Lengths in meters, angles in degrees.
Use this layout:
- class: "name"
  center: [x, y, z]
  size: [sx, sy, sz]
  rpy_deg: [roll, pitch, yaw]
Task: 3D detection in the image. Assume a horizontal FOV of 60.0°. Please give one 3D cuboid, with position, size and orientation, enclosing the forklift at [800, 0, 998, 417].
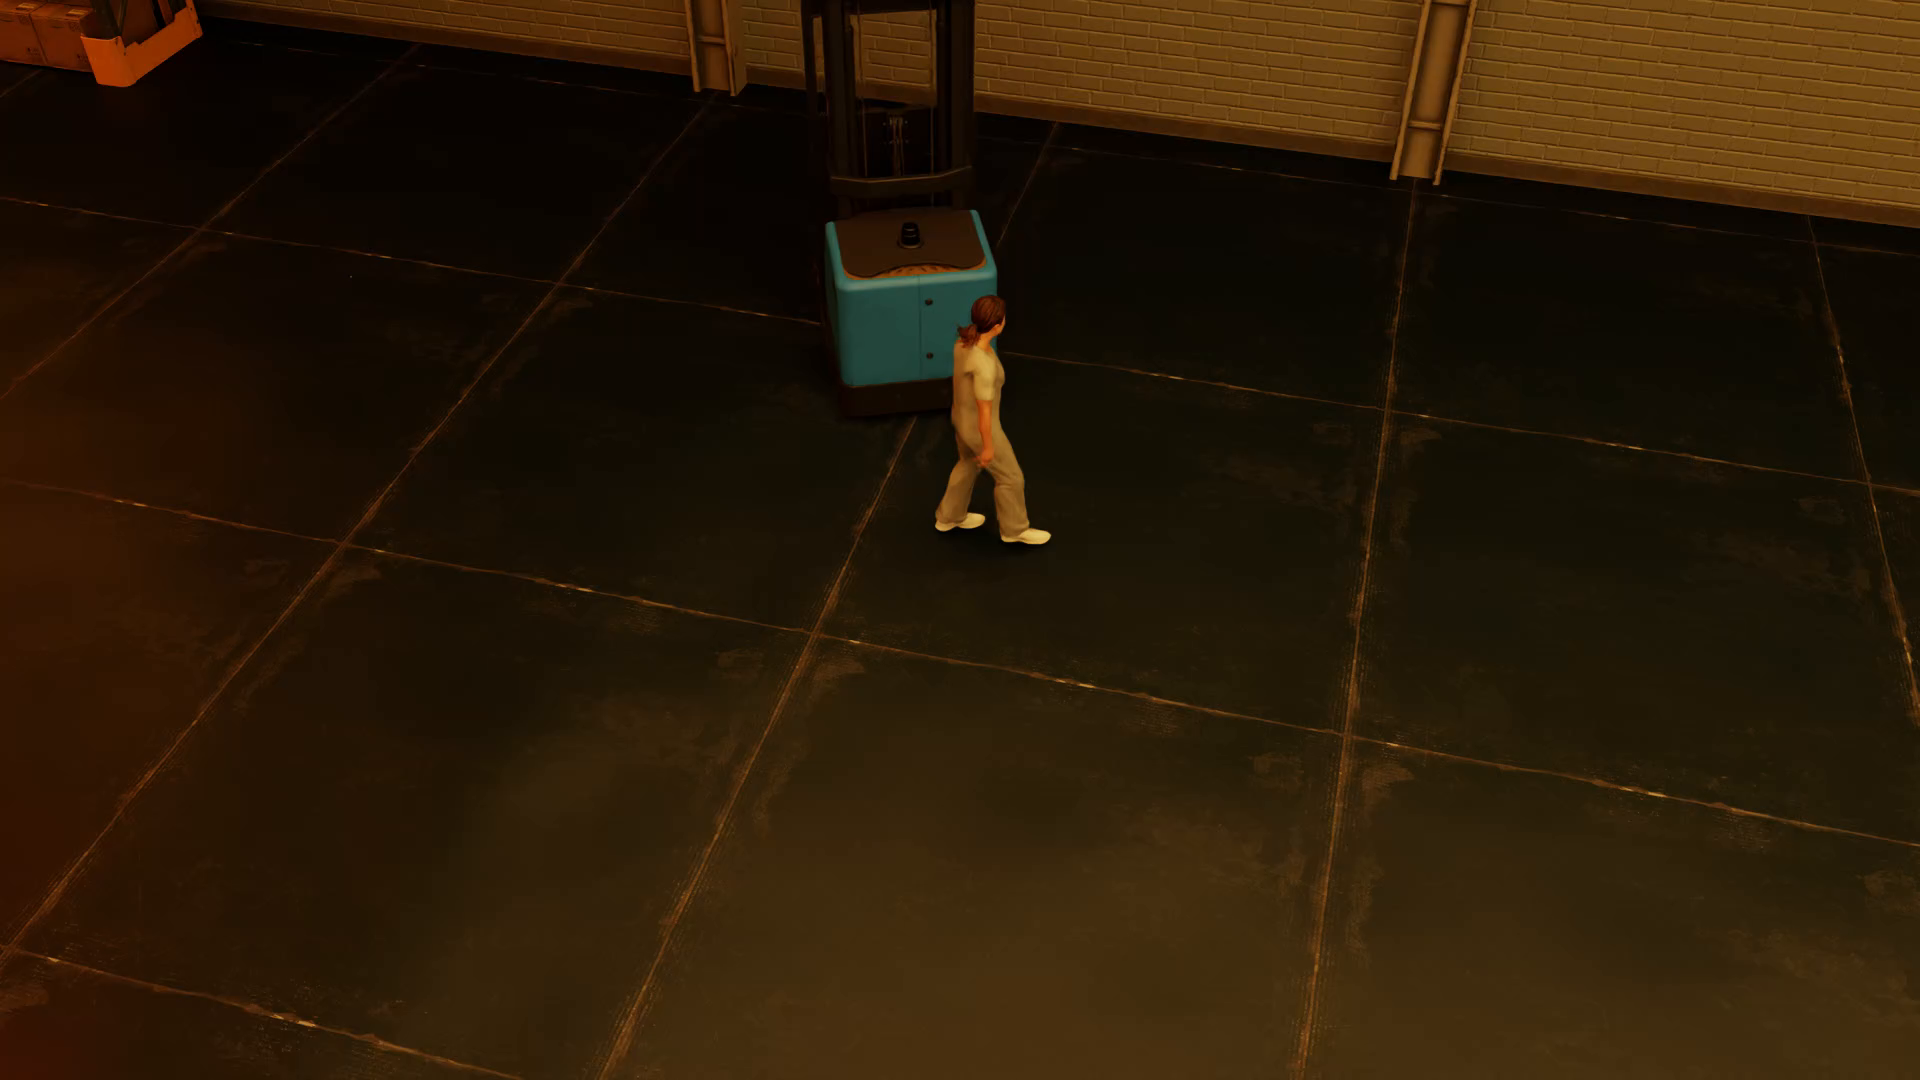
- class: "forklift"
  center: [-0.493, -2.884, 11.152]
  size: [1.130, 2.935, 3.031]
  rpy_deg: [-6, 42, -7]

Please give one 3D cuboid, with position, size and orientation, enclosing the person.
- class: "person"
  center: [0.176, -0.689, 9.561]
  size: [0.628, 1.650, 0.571]
  rpy_deg: [-11, 42, -12]
